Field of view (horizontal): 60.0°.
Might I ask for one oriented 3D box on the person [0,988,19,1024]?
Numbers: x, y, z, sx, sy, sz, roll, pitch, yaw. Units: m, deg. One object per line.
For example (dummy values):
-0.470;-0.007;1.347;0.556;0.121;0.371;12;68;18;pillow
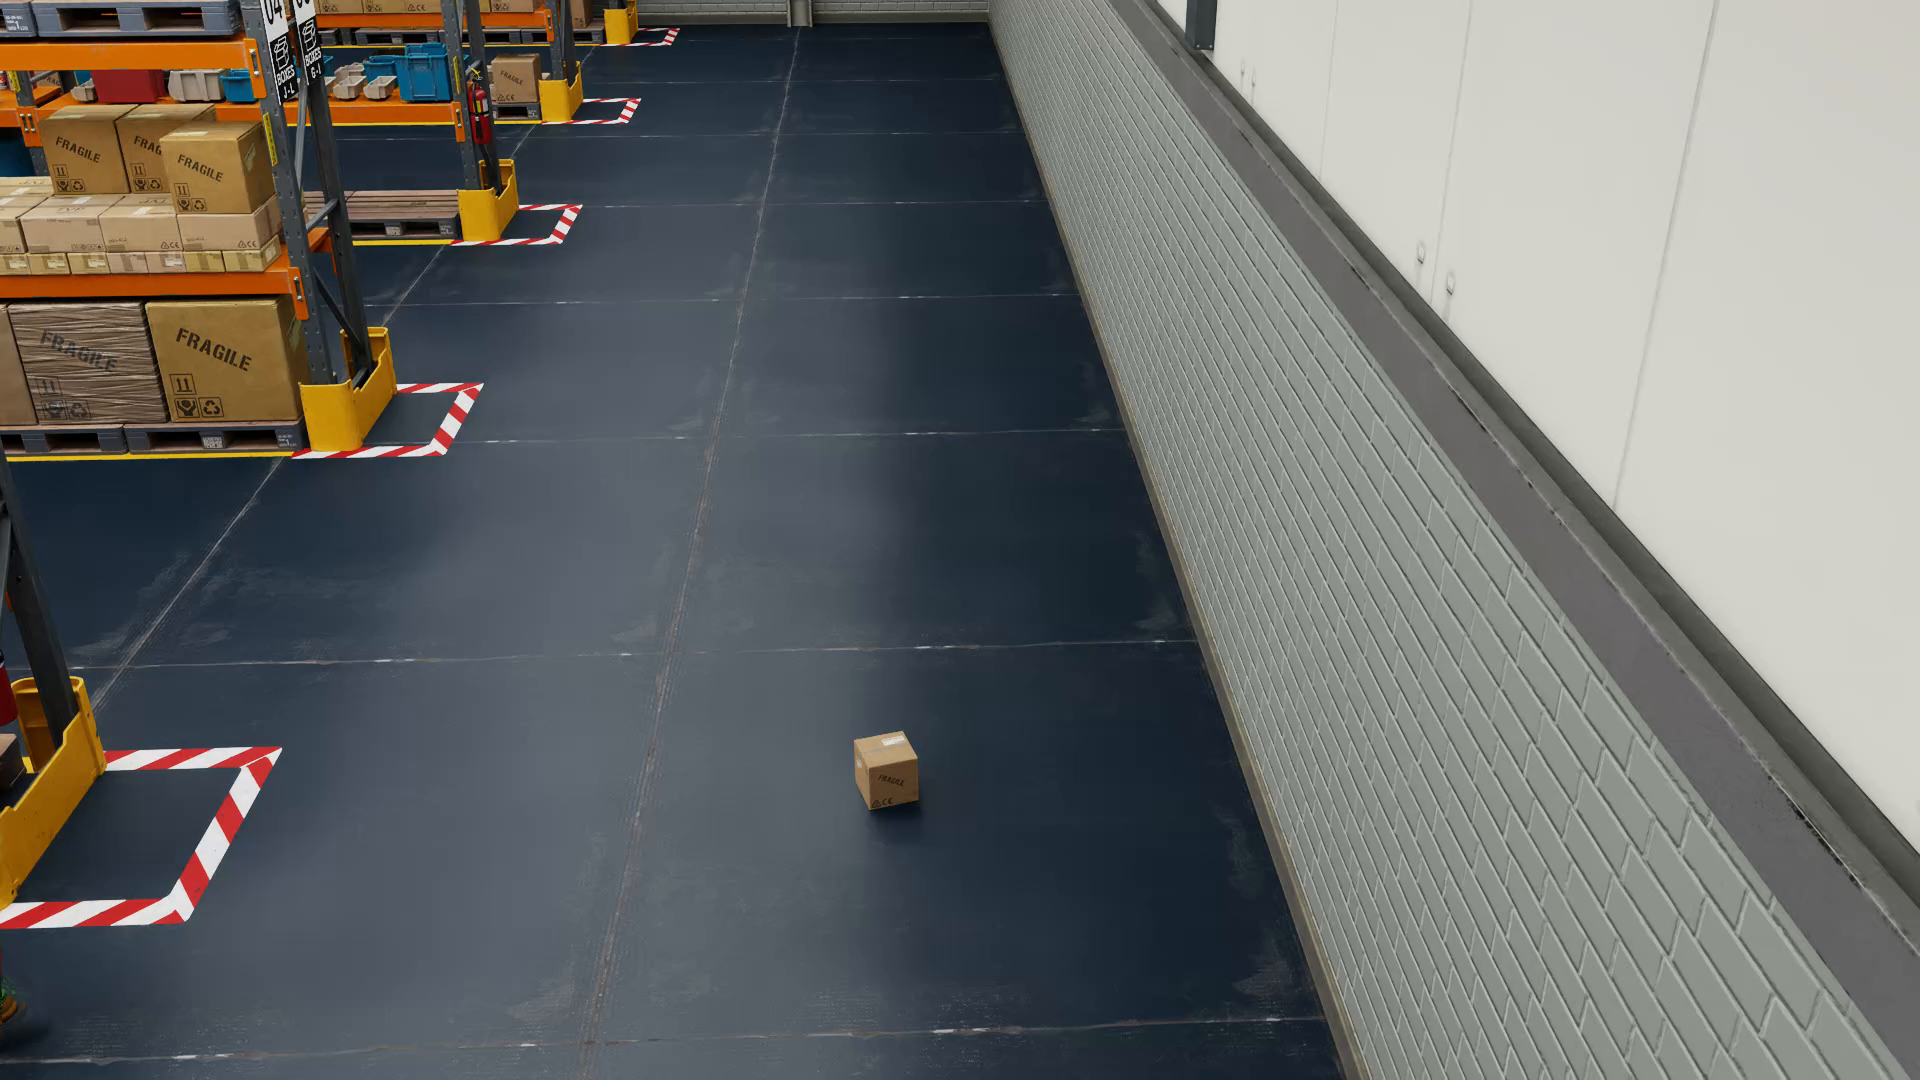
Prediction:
-4.164;1.352;5.999;1.037;1.755;0.570;-13;30;-23;person
